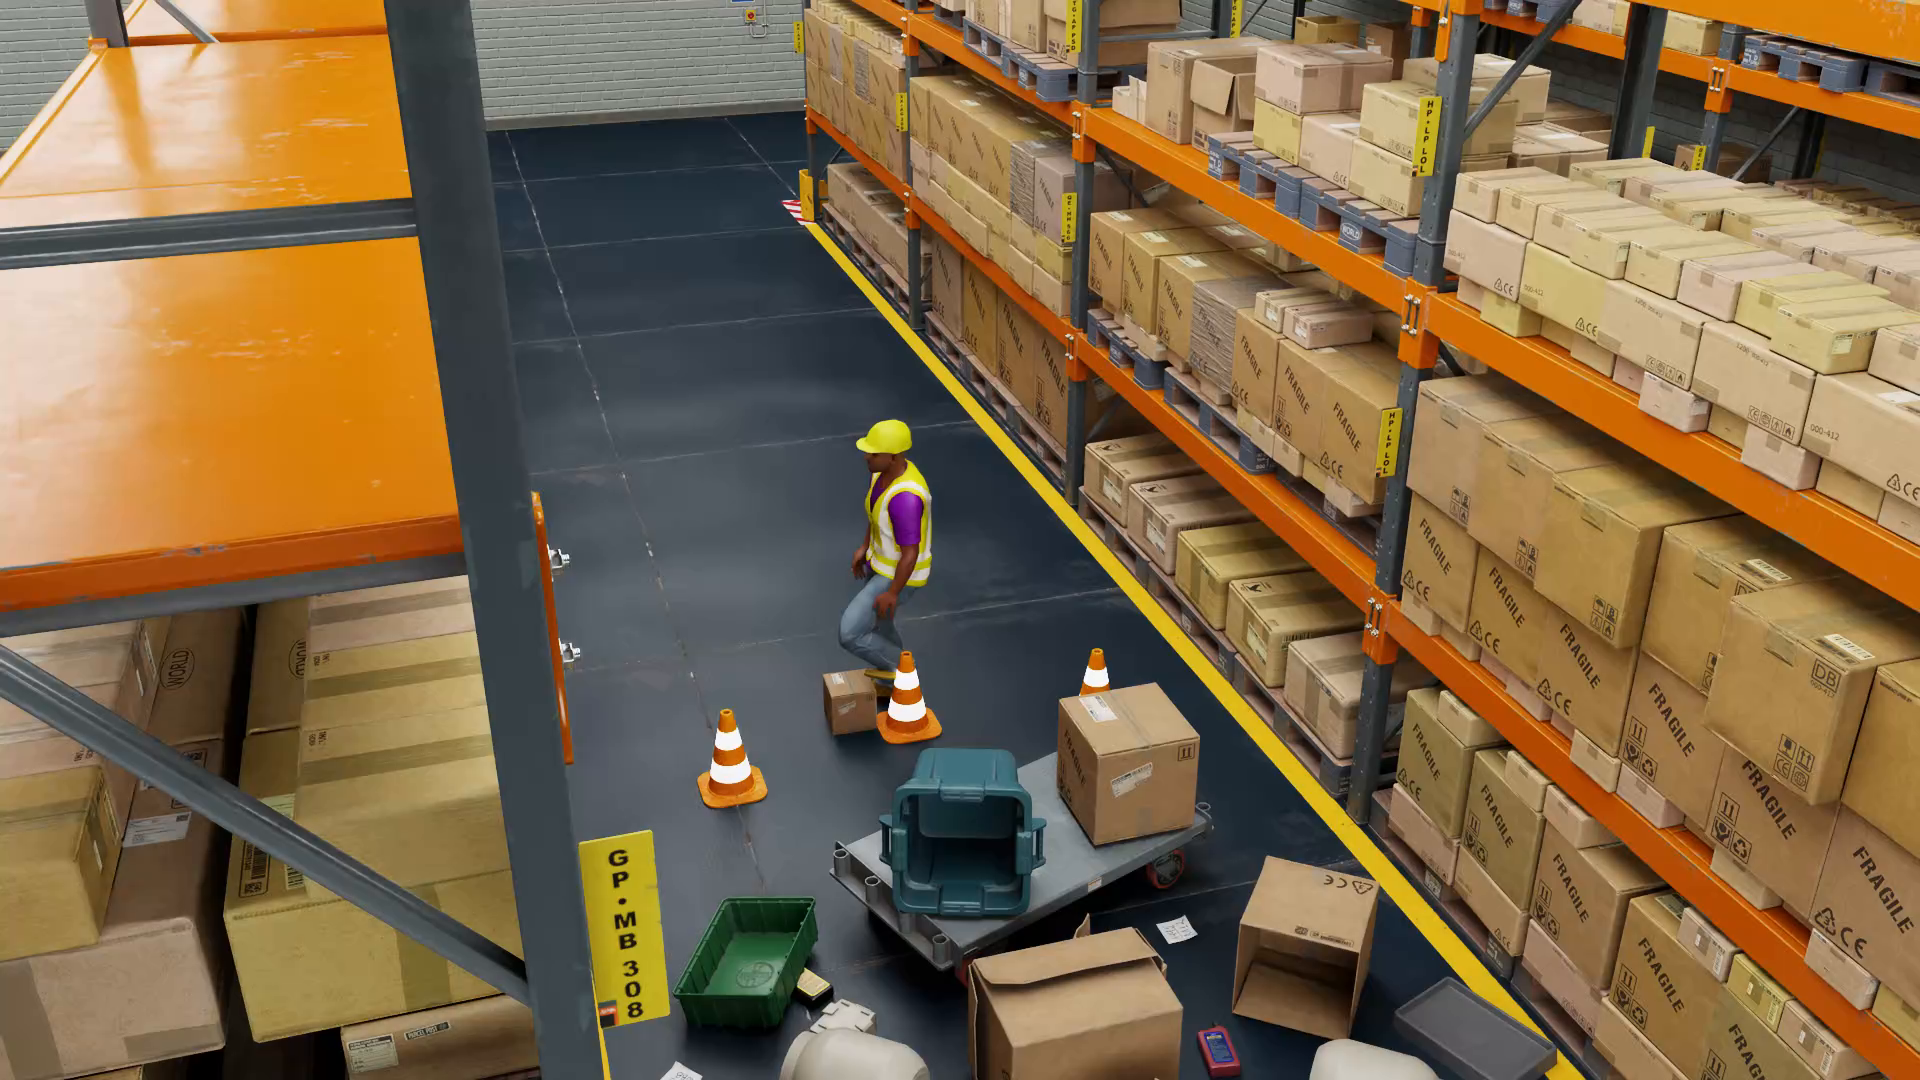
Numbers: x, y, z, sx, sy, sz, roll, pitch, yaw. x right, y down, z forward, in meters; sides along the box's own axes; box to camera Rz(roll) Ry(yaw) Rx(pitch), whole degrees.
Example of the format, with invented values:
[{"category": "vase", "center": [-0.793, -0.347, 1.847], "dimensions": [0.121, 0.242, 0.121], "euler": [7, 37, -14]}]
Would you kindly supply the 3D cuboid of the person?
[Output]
[{"category": "person", "center": [-0.433, 0.179, 8.973], "dimensions": [0.550, 1.764, 0.628], "euler": [-8, 27, -16]}]
